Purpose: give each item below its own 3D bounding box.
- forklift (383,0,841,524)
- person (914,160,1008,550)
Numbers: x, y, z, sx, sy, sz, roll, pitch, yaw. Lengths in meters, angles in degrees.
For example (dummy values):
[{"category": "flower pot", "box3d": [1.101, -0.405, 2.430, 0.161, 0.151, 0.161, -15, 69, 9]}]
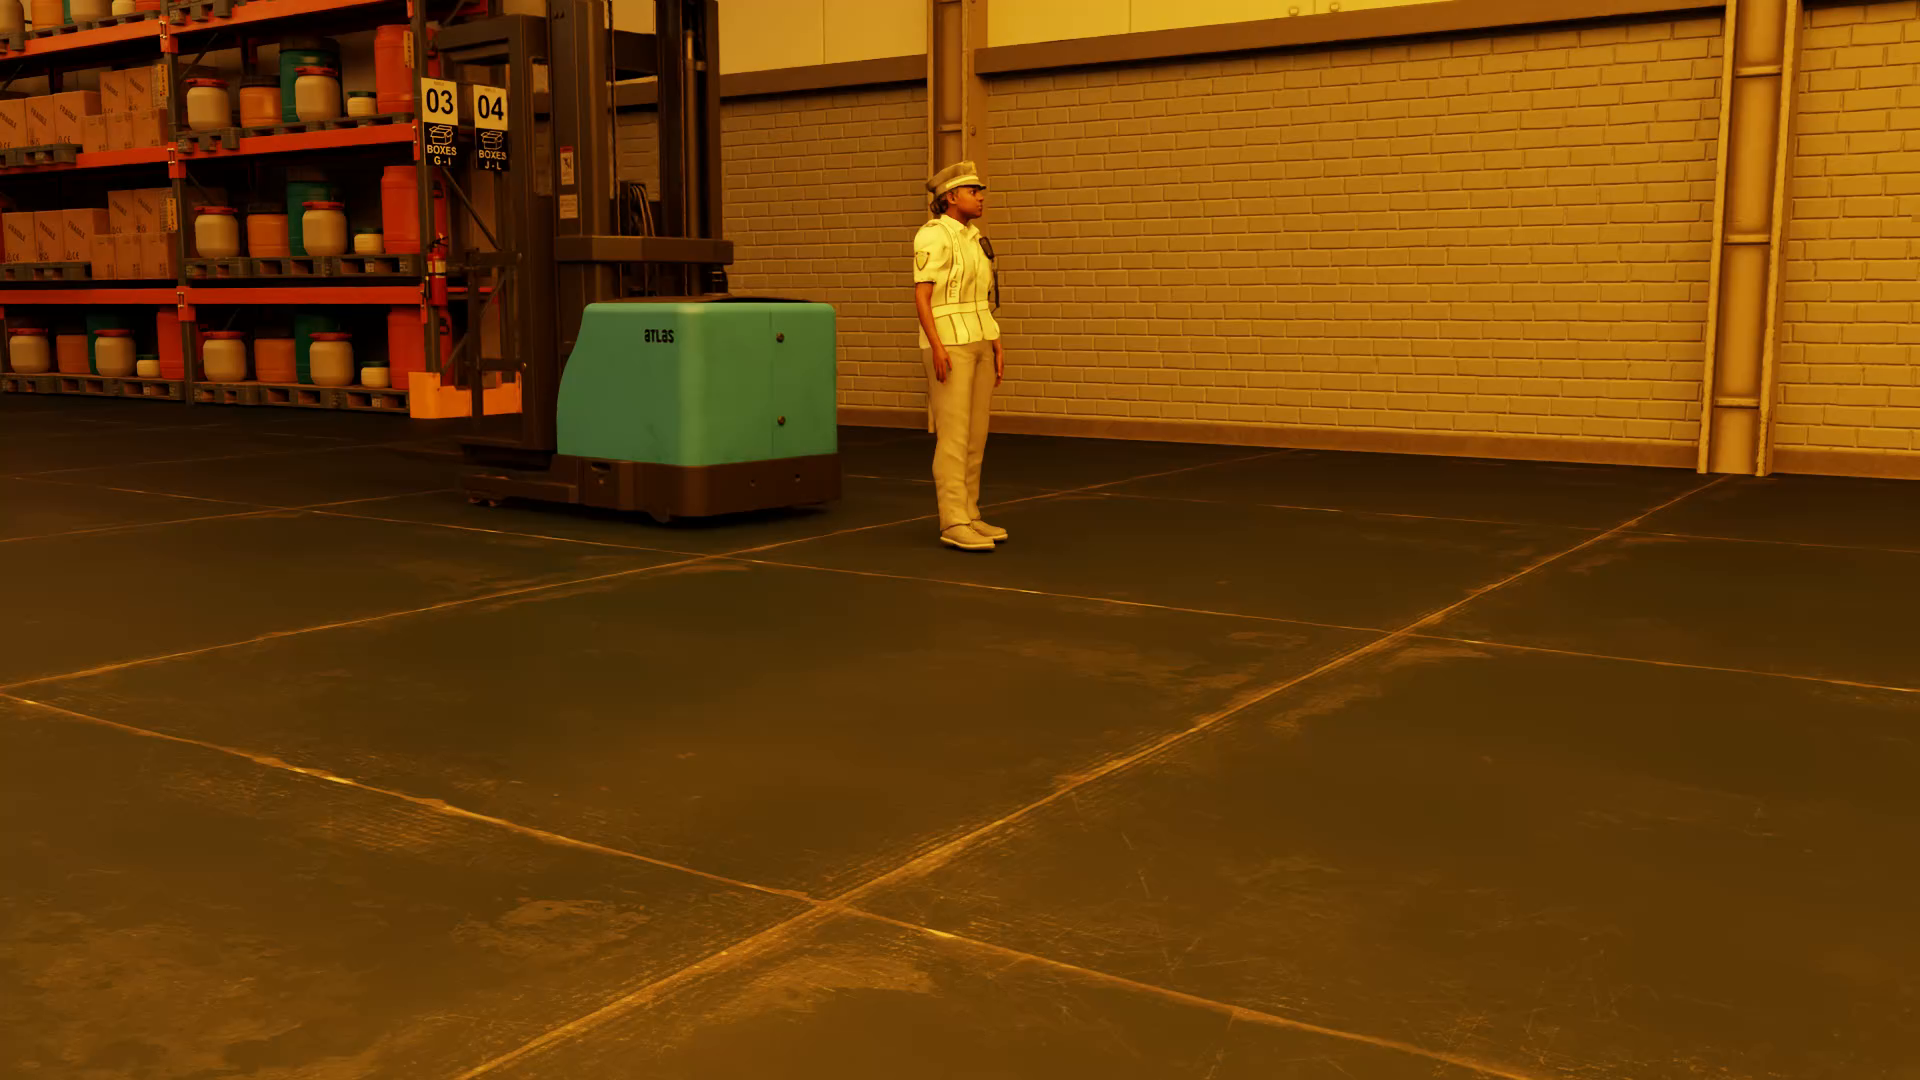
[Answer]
[{"category": "forklift", "box3d": [-2.062, -1.676, 8.981, 3.031, 2.935, 1.130, 7, 11, 40]}, {"category": "person", "box3d": [0.051, -0.837, 7.426, 0.528, 1.693, 0.569, 5, 10, 34]}]
